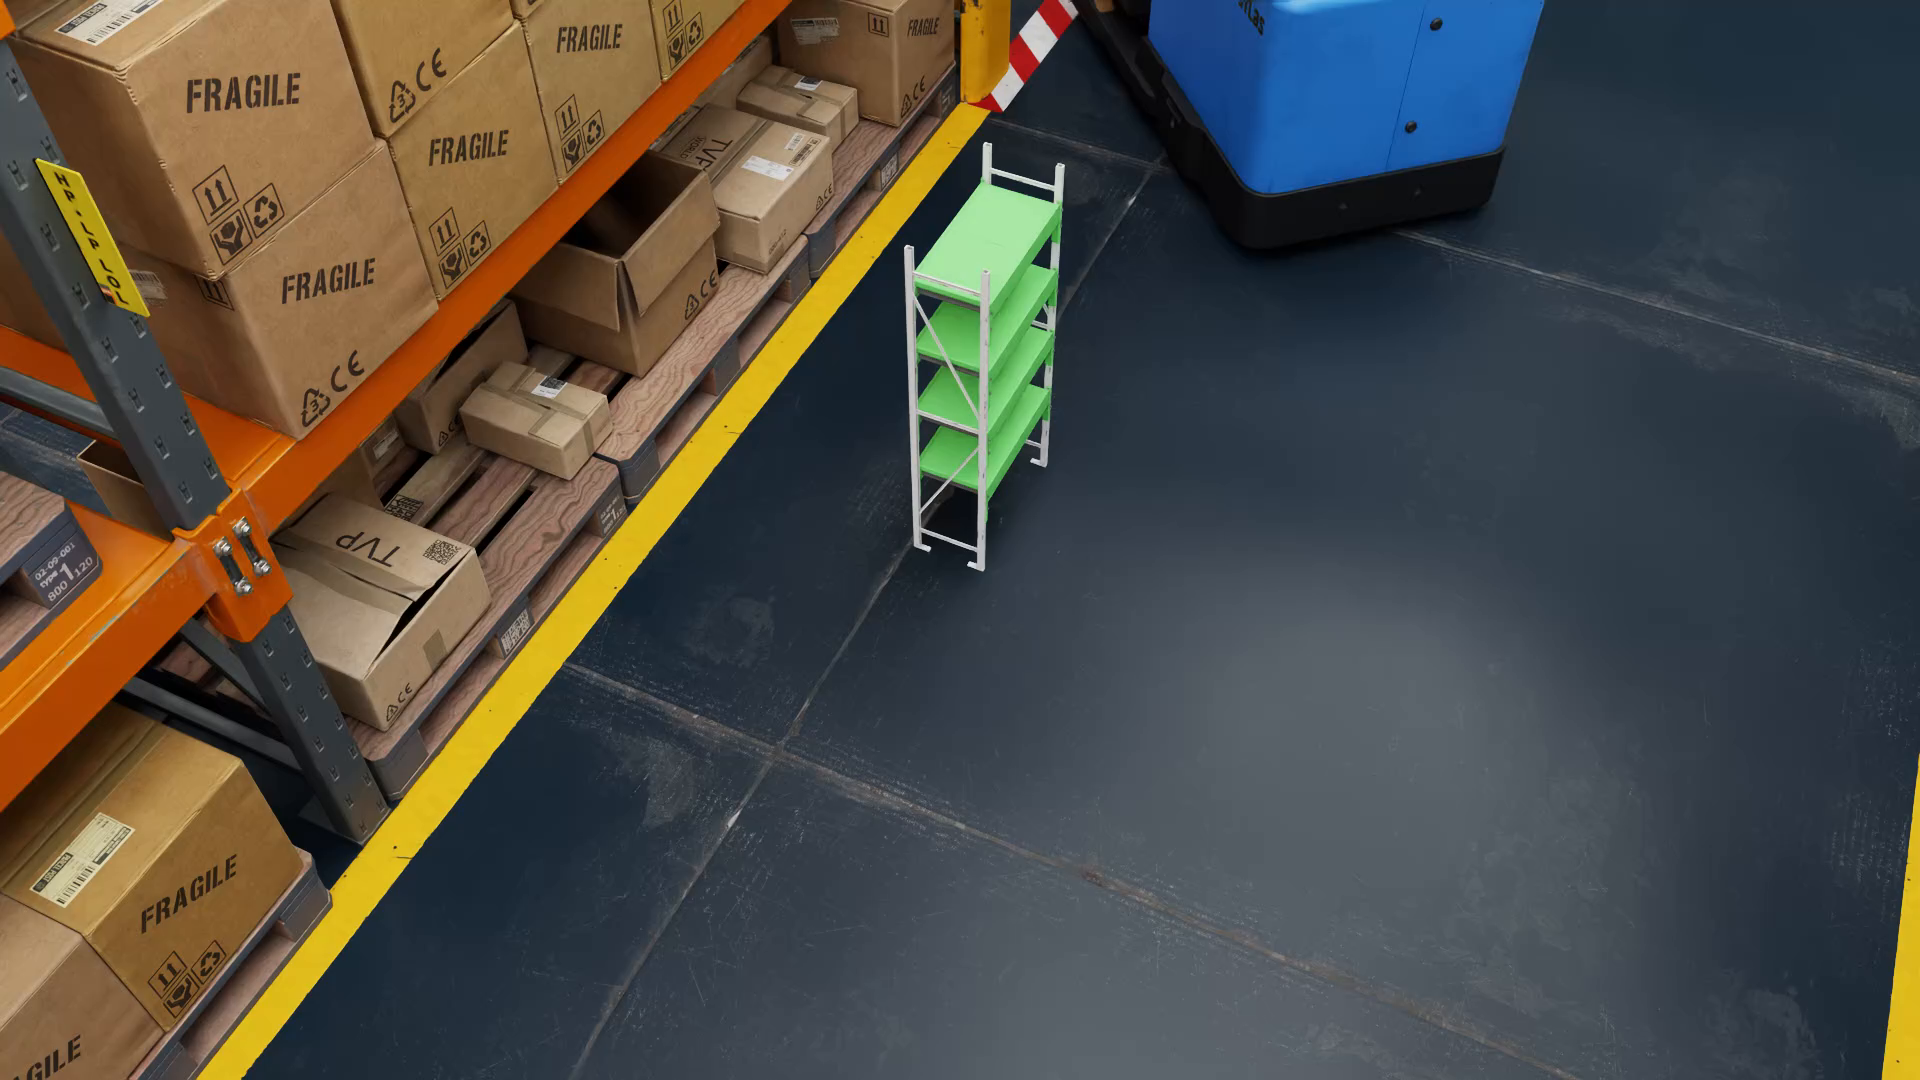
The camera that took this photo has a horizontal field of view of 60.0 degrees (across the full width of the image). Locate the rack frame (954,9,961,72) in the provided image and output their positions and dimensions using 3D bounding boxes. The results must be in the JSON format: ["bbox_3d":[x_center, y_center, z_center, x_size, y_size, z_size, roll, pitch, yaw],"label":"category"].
[{"bbox_3d":[-0.343,-3.093,5.912,1.000,3.000,0.127,20,52,16],"label":"rack frame"}]

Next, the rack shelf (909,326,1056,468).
[{"bbox_3d":[0.071,-0.461,4.939,0.258,0.148,0.480,20,52,16],"label":"rack shelf"}]

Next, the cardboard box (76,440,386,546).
[{"bbox_3d":[-2.065,-0.155,4.765,0.500,0.500,0.500,20,52,16],"label":"cardboard box"}]

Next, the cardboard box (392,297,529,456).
[{"bbox_3d":[-1.744,-0.611,5.277,0.500,0.311,0.500,20,52,16],"label":"cardboard box"}]

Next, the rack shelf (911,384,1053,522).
[{"bbox_3d":[0.071,-0.306,5.121,0.258,0.148,0.480,20,52,16],"label":"rack shelf"}]

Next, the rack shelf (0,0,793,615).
[{"bbox_3d":[-1.197,-1.482,5.014,1.077,0.370,4.000,20,52,16],"label":"rack shelf"}]

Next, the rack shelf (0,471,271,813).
[{"bbox_3d":[-2.906,1.272,2.670,1.077,0.370,4.000,20,52,16],"label":"rack shelf"}]

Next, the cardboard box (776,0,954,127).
[{"bbox_3d":[-0.352,-1.971,6.310,0.500,0.500,0.500,20,52,16],"label":"cardboard box"}]

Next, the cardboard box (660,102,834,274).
[{"bbox_3d":[-0.785,-1.245,5.857,0.500,0.250,0.500,20,52,16],"label":"cardboard box"}]

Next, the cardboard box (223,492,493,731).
[{"bbox_3d":[-1.677,0.172,4.611,0.500,0.311,0.500,20,52,16],"label":"cardboard box"}]

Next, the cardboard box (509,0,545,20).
[{"bbox_3d":[-1.156,-1.637,3.951,0.500,0.500,0.500,18,52,15],"label":"cardboard box"}]

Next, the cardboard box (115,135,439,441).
[{"bbox_3d":[-1.588,-0.633,3.753,0.500,0.500,0.500,21,53,17],"label":"cardboard box"}]

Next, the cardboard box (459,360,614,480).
[{"bbox_3d":[-1.316,-0.380,5.175,0.380,0.166,0.250,20,52,16],"label":"cardboard box"}]

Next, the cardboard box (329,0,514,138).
[{"bbox_3d":[-1.376,-1.283,3.650,0.500,0.500,0.500,18,52,15],"label":"cardboard box"}]

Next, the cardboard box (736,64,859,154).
[{"bbox_3d":[-0.607,-1.613,6.224,0.380,0.166,0.250,20,52,16],"label":"cardboard box"}]

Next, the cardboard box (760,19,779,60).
[{"bbox_3d":[-0.939,-1.968,6.527,0.380,0.166,0.250,20,52,16],"label":"cardboard box"}]

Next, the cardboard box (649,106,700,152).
[{"bbox_3d":[-1.259,-1.373,5.966,0.500,0.250,0.500,20,52,16],"label":"cardboard box"}]

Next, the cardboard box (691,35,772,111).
[{"bbox_3d":[-1.045,-1.718,6.259,0.500,0.250,0.500,20,52,16],"label":"cardboard box"}]

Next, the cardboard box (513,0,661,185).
[{"bbox_3d":[-1.156,-1.330,4.347,0.500,0.500,0.500,20,52,16],"label":"cardboard box"}]

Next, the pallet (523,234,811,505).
[{"bbox_3d":[-1.238,-0.750,5.750,1.003,0.211,1.213,20,52,16],"label":"pallet"}]

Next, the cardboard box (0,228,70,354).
[{"bbox_3d":[-2.070,-0.798,3.894,0.500,0.500,0.500,21,53,17],"label":"cardboard box"}]

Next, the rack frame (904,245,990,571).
[{"bbox_3d":[-0.034,-0.335,4.747,0.240,1.200,0.015,20,52,16],"label":"rack frame"}]

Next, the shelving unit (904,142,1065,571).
[{"bbox_3d":[0.071,-0.503,4.890,0.258,1.200,0.503,20,52,16],"label":"shelving unit"}]

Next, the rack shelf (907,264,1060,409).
[{"bbox_3d":[0.071,-0.617,4.756,0.258,0.148,0.480,20,52,16],"label":"rack shelf"}]

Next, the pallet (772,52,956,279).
[{"bbox_3d":[-0.715,-1.587,6.462,1.003,0.211,1.213,20,52,16],"label":"pallet"}]

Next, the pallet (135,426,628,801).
[{"bbox_3d":[-1.757,0.093,5.033,1.003,0.211,1.213,20,52,16],"label":"pallet"}]

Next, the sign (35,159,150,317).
[{"bbox_3d":[-1.548,-0.535,2.976,0.100,0.325,0.005,20,52,16],"label":"sign"}]

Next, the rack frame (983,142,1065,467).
[{"bbox_3d":[0.175,-0.671,5.033,0.240,1.200,0.015,20,52,16],"label":"rack frame"}]

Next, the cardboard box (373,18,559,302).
[{"bbox_3d":[-1.372,-0.987,4.054,0.500,0.500,0.500,21,53,17],"label":"cardboard box"}]

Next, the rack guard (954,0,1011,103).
[{"bbox_3d":[-0.375,-2.230,6.820,1.175,0.500,0.348,20,52,16],"label":"rack guard"}]

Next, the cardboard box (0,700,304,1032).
[{"bbox_3d":[-2.003,0.762,3.984,0.500,0.500,0.500,20,52,16],"label":"cardboard box"}]

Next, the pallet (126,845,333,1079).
[{"bbox_3d":[-2.365,1.138,4.143,1.003,0.211,1.213,20,52,16],"label":"pallet"}]

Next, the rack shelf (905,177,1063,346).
[{"bbox_3d":[0.071,-0.772,4.573,0.258,0.148,0.480,20,52,16],"label":"rack shelf"}]

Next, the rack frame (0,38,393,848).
[{"bbox_3d":[-2.052,-0.338,3.568,1.000,3.000,0.127,20,52,16],"label":"rack frame"}]

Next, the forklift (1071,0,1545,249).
[{"bbox_3d":[1.098,-3.161,6.015,1.130,2.935,3.031,-13,51,-11],"label":"forklift"}]

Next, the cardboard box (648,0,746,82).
[{"bbox_3d":[-0.940,-1.681,4.645,0.500,0.500,0.500,19,52,16],"label":"cardboard box"}]

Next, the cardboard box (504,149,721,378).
[{"bbox_3d":[-1.254,-0.967,5.454,0.797,0.503,0.637,20,52,16],"label":"cardboard box"}]

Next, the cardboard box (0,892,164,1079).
[{"bbox_3d":[-2.222,1.100,3.697,0.500,0.500,0.500,20,52,16],"label":"cardboard box"}]

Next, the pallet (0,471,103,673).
[{"bbox_3d":[-2.492,0.239,3.203,1.003,0.211,1.213,20,52,16],"label":"pallet"}]

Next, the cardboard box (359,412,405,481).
[{"bbox_3d":[-1.959,-0.319,5.135,0.380,0.149,0.250,20,52,16],"label":"cardboard box"}]

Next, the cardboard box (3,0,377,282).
[{"bbox_3d":[-1.596,-0.928,3.348,0.500,0.500,0.500,21,53,17],"label":"cardboard box"}]
